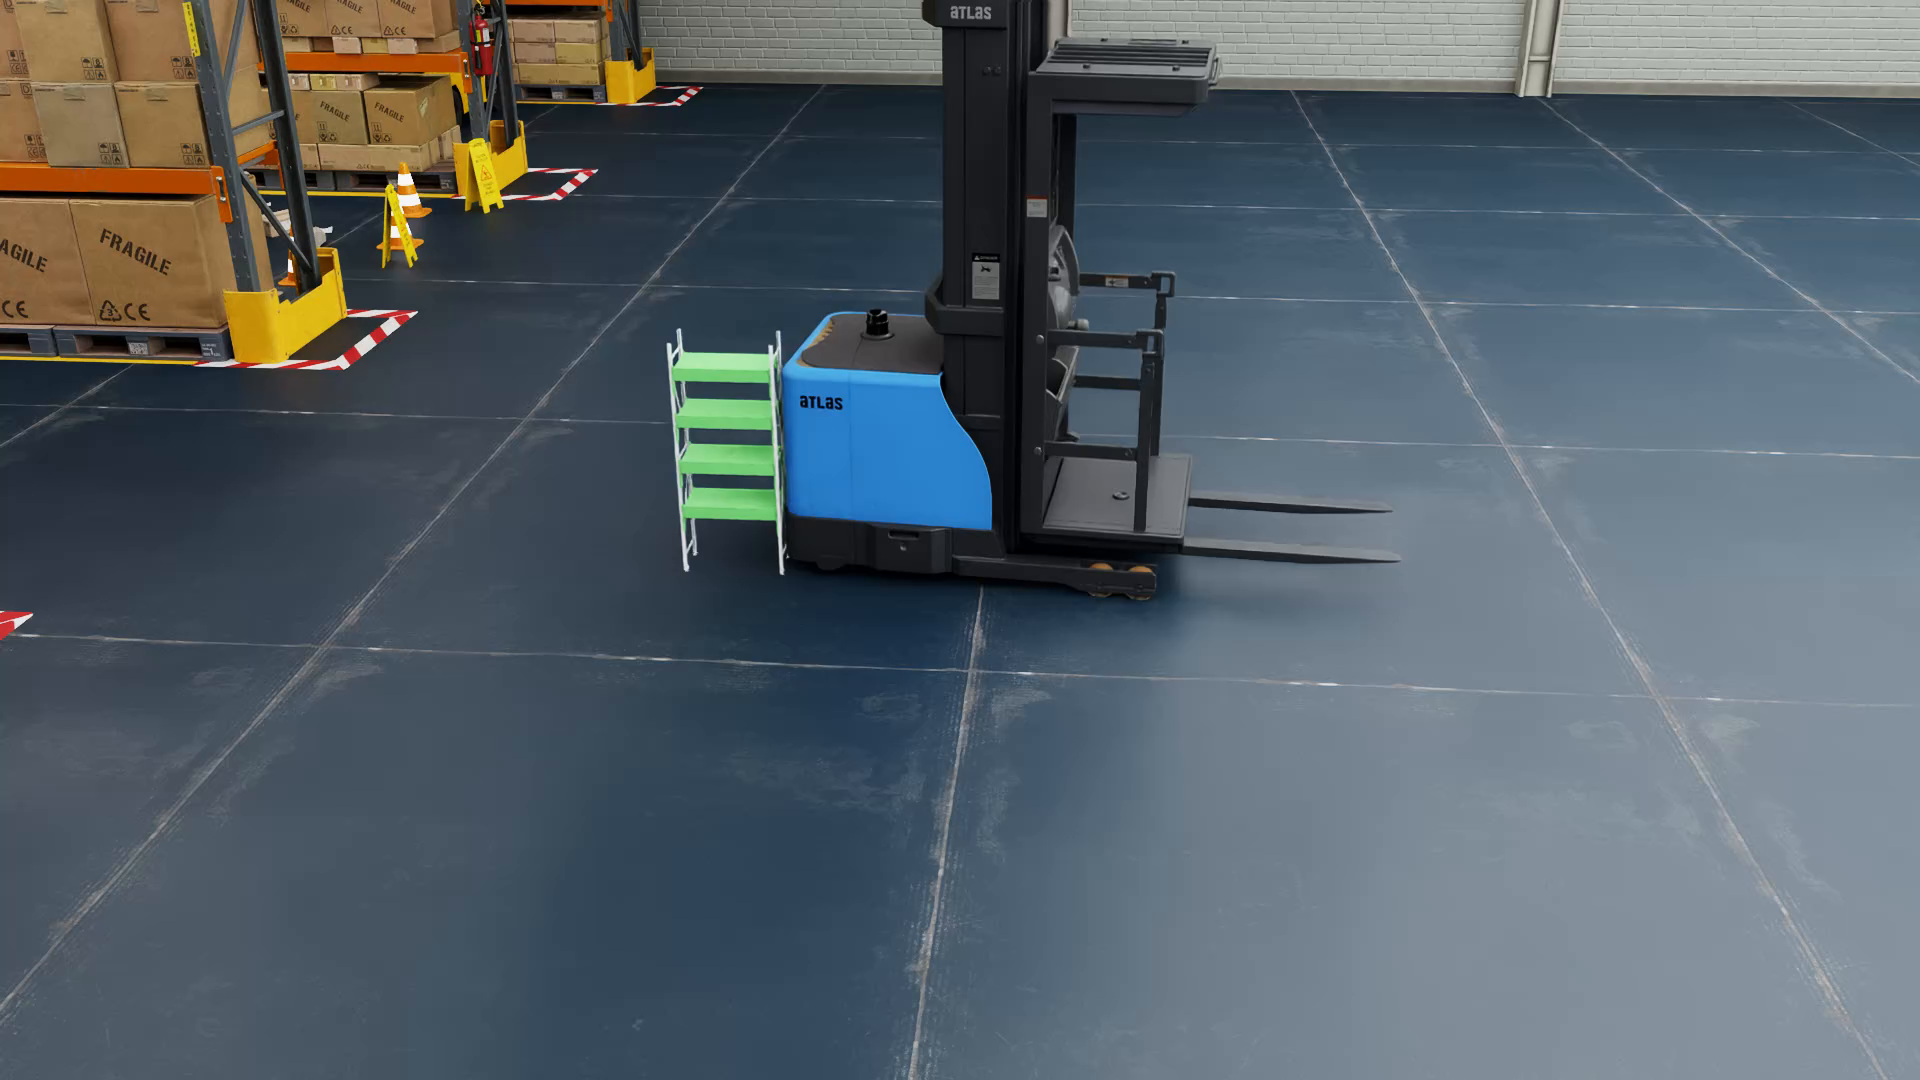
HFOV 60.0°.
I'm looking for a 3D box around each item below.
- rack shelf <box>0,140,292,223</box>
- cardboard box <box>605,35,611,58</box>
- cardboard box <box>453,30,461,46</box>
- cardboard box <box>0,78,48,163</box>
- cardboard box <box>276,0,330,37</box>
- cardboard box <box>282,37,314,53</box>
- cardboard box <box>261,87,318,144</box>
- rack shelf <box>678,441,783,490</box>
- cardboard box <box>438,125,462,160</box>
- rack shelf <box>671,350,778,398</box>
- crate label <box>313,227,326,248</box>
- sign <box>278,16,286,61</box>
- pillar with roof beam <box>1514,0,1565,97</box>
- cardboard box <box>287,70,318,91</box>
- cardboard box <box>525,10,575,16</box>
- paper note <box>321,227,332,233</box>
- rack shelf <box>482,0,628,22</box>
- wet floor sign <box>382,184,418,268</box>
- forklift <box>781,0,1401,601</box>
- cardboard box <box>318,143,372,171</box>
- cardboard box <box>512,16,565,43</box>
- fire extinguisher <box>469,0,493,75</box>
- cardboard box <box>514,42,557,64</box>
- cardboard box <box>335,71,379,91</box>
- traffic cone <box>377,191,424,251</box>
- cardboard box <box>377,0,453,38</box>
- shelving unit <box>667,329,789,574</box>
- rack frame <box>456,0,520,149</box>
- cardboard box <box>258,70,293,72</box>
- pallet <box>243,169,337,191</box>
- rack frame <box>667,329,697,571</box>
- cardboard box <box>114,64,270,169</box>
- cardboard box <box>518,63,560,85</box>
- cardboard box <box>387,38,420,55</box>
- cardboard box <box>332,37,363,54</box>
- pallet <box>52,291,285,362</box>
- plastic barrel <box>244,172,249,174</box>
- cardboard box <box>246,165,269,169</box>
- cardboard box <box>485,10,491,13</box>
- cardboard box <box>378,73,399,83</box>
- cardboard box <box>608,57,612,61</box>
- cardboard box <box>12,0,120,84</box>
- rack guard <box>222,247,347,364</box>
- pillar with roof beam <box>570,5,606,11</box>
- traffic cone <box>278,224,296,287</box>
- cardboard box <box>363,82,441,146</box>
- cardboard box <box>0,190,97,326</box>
[{"bbox_3d":[-6.788,-2.553,11.570,4.000,0.370,1.077,2,25,4],"label":"rack shelf"},{"bbox_3d":[-4.592,-6.221,20.870,0.500,0.250,0.500,2,25,5],"label":"cardboard box"},{"bbox_3d":[-4.839,-4.865,16.034,0.250,0.149,0.380,2,25,4],"label":"cardboard box"},{"bbox_3d":[-6.266,-2.955,11.405,0.550,0.550,0.875,2,25,4],"label":"cardboard box"},{"bbox_3d":[-6.076,-5.000,15.553,0.500,0.500,0.500,2,25,4],"label":"cardboard box"},{"bbox_3d":[-6.186,-4.702,15.681,0.250,0.149,0.380,2,25,3],"label":"cardboard box"},{"bbox_3d":[-6.358,-4.115,15.995,0.500,0.500,0.500,1,25,3],"label":"cardboard box"},{"bbox_3d":[-1.135,-0.371,8.275,0.480,0.148,0.258,2,25,3],"label":"rack shelf"},{"bbox_3d":[-5.299,-3.964,16.564,0.500,0.250,0.500,2,25,4],"label":"cardboard box"},{"bbox_3d":[-1.135,-0.807,8.074,0.480,0.148,0.258,2,25,3],"label":"rack shelf"},{"bbox_3d":[-5.578,-2.583,14.200,0.298,0.136,0.250,-11,27,-23],"label":"crate label"},{"bbox_3d":[-4.746,-3.476,11.585,0.005,0.325,0.100,2,25,4],"label":"sign"},{"bbox_3d":[6.870,-7.896,15.144,0.400,9.000,9.100,2,25,4],"label":"pillar with roof beam"},{"bbox_3d":[-6.219,-4.378,15.790,0.250,0.149,0.380,3,25,6],"label":"cardboard box"},{"bbox_3d":[-5.103,-6.455,20.781,0.500,0.250,0.500,2,25,4],"label":"cardboard box"},{"bbox_3d":[-5.611,-2.734,14.654,0.142,0.019,0.148,-7,26,-14],"label":"paper note"},{"bbox_3d":[-6.134,-6.688,20.557,4.000,0.370,1.077,2,25,4],"label":"rack shelf"},{"bbox_3d":[-4.614,-2.570,13.564,0.232,0.644,0.267,-2,25,-5],"label":"wet floor sign"},{"bbox_3d":[0.687,-1.275,8.014,3.031,2.935,1.130,4,25,9],"label":"forklift"},{"bbox_3d":[-5.858,-3.757,16.114,0.500,0.250,0.500,2,25,4],"label":"cardboard box"},{"bbox_3d":[-5.132,-6.245,20.325,0.500,0.250,0.500,2,25,5],"label":"cardboard box"},{"bbox_3d":[-4.437,-4.651,15.362,0.183,0.674,0.296,2,25,4],"label":"fire extinguisher"},{"bbox_3d":[-5.148,-6.025,20.445,0.500,0.250,0.500,2,25,3],"label":"cardboard box"},{"bbox_3d":[-5.706,-4.359,15.750,0.250,0.149,0.380,3,25,6],"label":"cardboard box"},{"bbox_3d":[-4.789,-2.732,14.133,0.334,0.463,0.336,2,25,4],"label":"traffic cone"},{"bbox_3d":[-5.078,-4.965,15.476,0.500,0.500,0.500,1,25,3],"label":"cardboard box"},{"bbox_3d":[-1.135,-0.429,8.248,0.503,1.200,0.258,2,25,3],"label":"shelving unit"},{"bbox_3d":[-4.516,-4.882,15.771,0.127,3.000,1.000,2,25,4],"label":"rack frame"},{"bbox_3d":[-8.649,-6.203,20.980,0.625,0.625,0.875,3,25,6],"label":"cardboard box"},{"bbox_3d":[-6.612,-3.698,16.535,1.213,0.211,1.003,2,25,4],"label":"pallet"},{"bbox_3d":[-1.379,-0.436,8.263,0.015,1.200,0.240,2,25,3],"label":"rack frame"},{"bbox_3d":[-5.167,-2.877,11.234,0.550,0.550,0.875,2,25,4],"label":"cardboard box"},{"bbox_3d":[-5.127,-5.796,20.544,0.500,0.250,0.500,2,25,4],"label":"cardboard box"},{"bbox_3d":[-5.166,-4.652,15.573,0.250,0.149,0.380,2,25,3],"label":"cardboard box"},{"bbox_3d":[-5.679,-4.665,15.600,0.250,0.149,0.380,2,25,5],"label":"cardboard box"},{"bbox_3d":[-5.597,-1.542,11.848,1.213,0.211,1.003,2,25,4],"label":"pallet"},{"bbox_3d":[-6.691,-3.146,15.082,0.421,0.421,0.512,22,33,39],"label":"plastic barrel"},{"bbox_3d":[-6.874,-3.792,16.189,0.500,0.250,0.500,2,25,3],"label":"cardboard box"},{"bbox_3d":[-6.111,-6.495,20.868,0.500,0.250,0.500,1,25,3],"label":"cardboard box"},{"bbox_3d":[-5.844,-4.321,16.441,0.500,0.500,0.500,1,25,2],"label":"cardboard box"},{"bbox_3d":[-4.614,-5.990,20.965,0.500,0.250,0.500,2,25,4],"label":"cardboard box"},{"bbox_3d":[-5.716,-3.381,11.039,0.550,0.550,0.875,2,25,4],"label":"cardboard box"},{"bbox_3d":[-4.770,-1.679,11.801,0.348,0.500,1.175,2,25,4],"label":"rack guard"},{"bbox_3d":[-5.094,-8.280,15.978,0.400,9.000,9.100,2,25,4],"label":"pillar with roof beam"},{"bbox_3d":[-5.215,-2.272,13.134,0.334,0.463,0.336,2,25,4],"label":"traffic cone"},{"bbox_3d":[-5.335,-4.081,15.921,0.500,0.500,0.500,2,25,4],"label":"cardboard box"},{"bbox_3d":[-6.353,-2.062,11.683,0.875,0.875,0.875,1,25,3],"label":"cardboard box"}]
